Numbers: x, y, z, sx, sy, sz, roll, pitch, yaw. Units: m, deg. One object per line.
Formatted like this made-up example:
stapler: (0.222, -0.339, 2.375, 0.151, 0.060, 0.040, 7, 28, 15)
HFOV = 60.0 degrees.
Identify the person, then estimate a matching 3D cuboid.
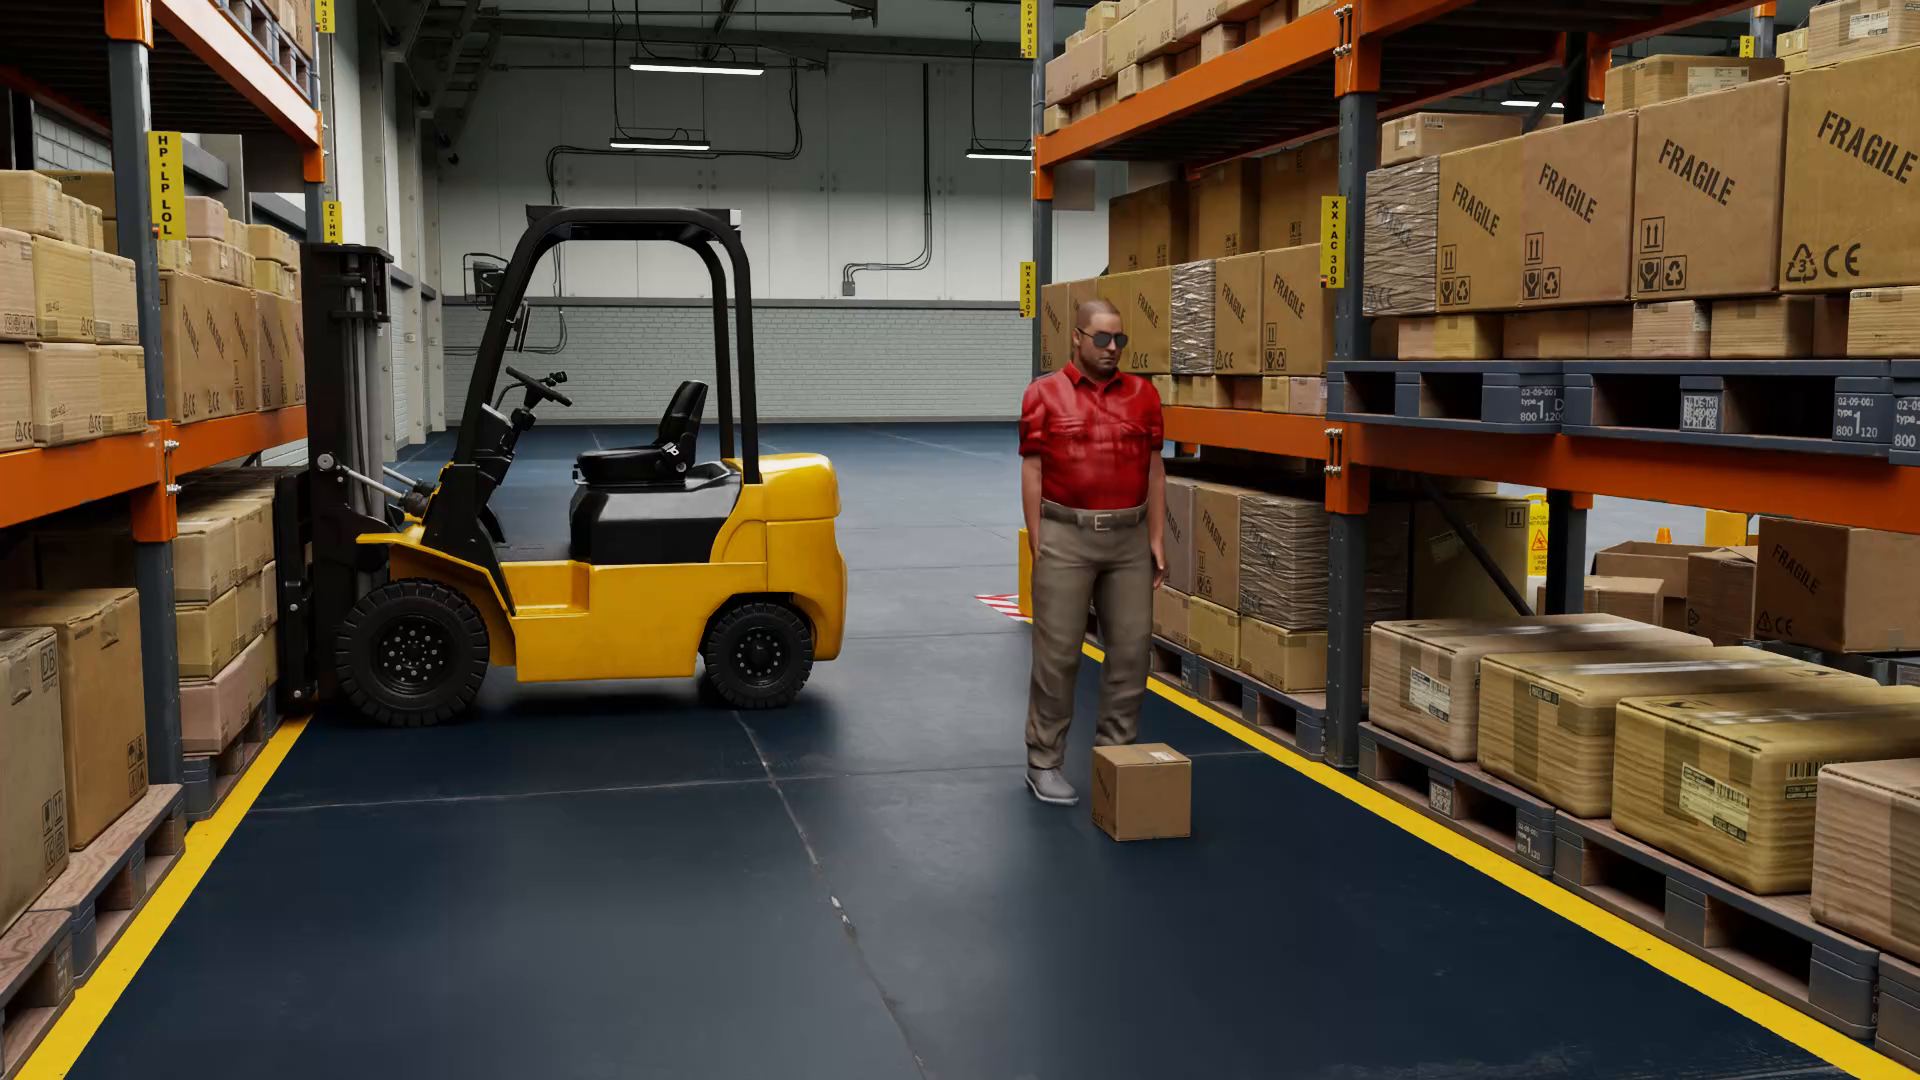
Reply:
person: (0.478, 0.037, 5.765, 0.529, 1.727, 0.359, -2, 6, -15)
